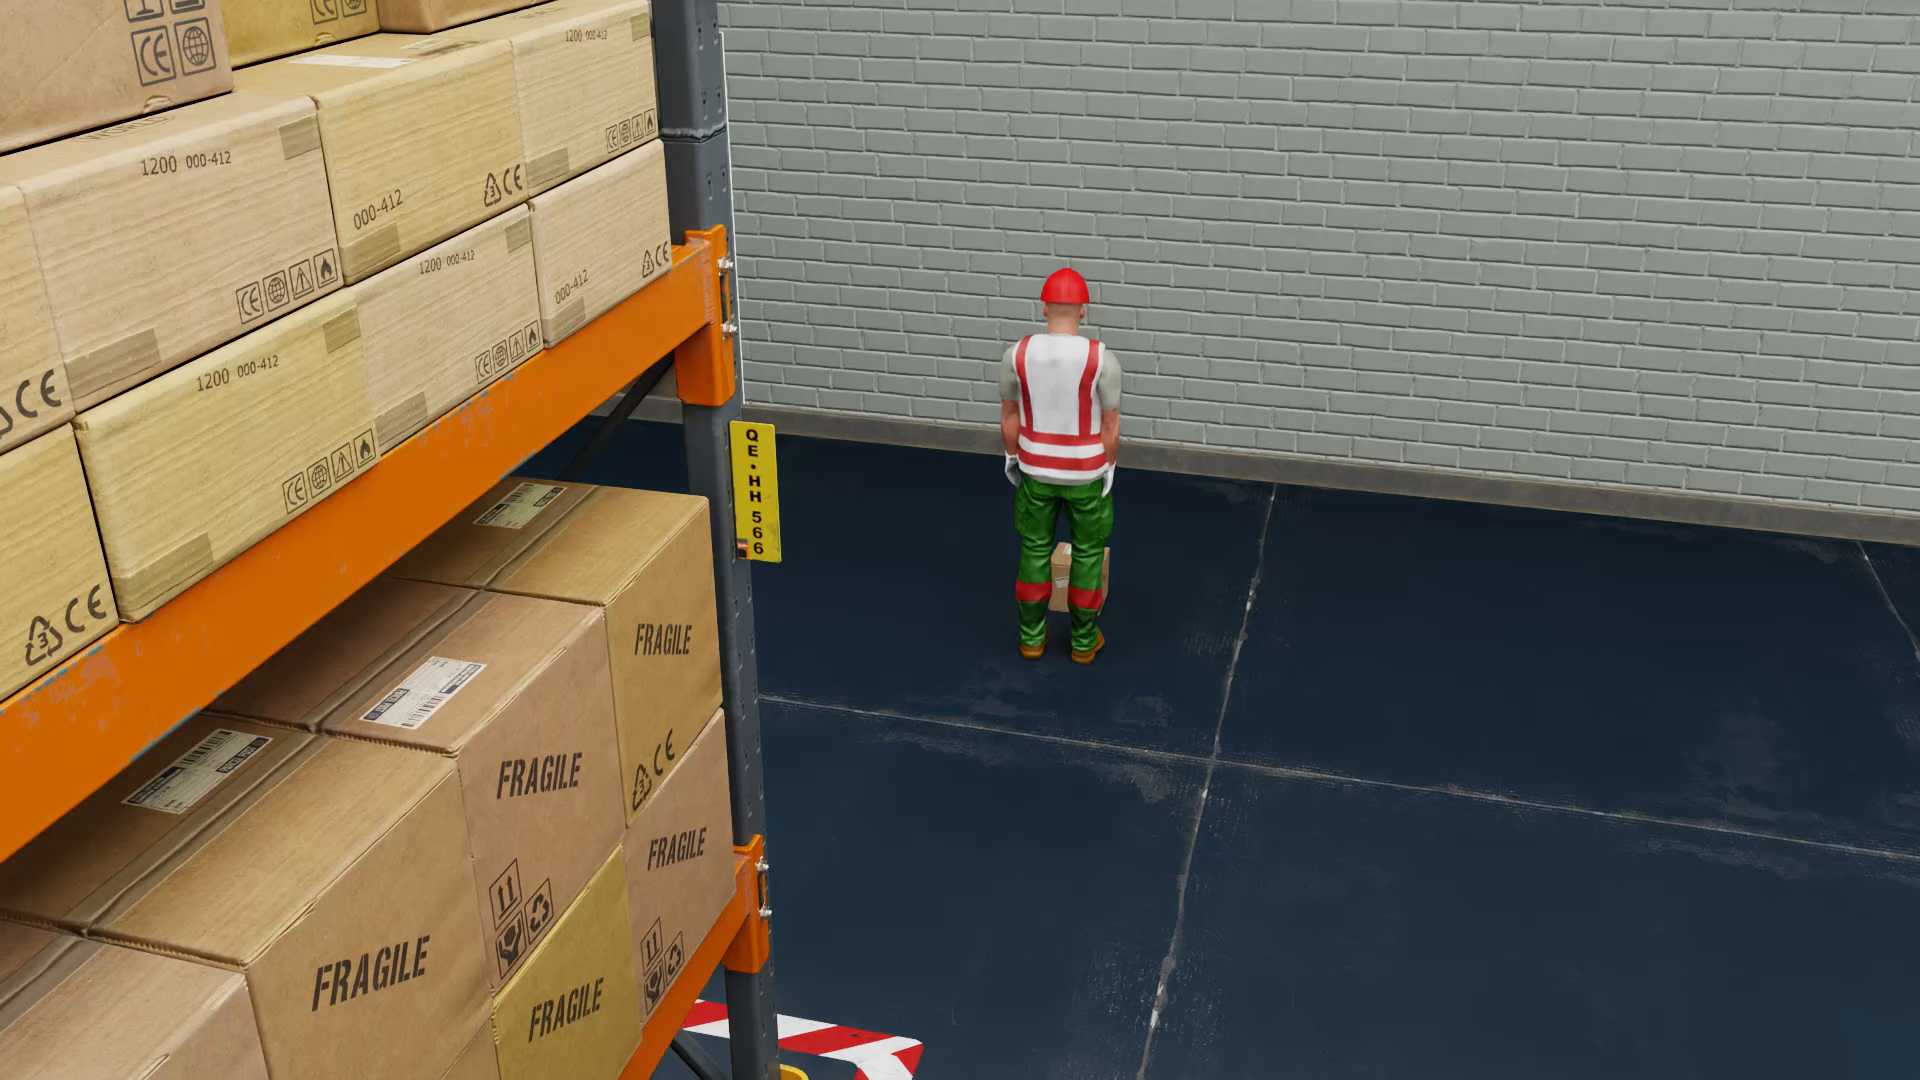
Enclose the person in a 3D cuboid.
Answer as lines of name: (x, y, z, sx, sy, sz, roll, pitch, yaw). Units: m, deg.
person: (0.437, -0.309, 7.257, 0.529, 1.778, 0.364, 7, 26, 14)
